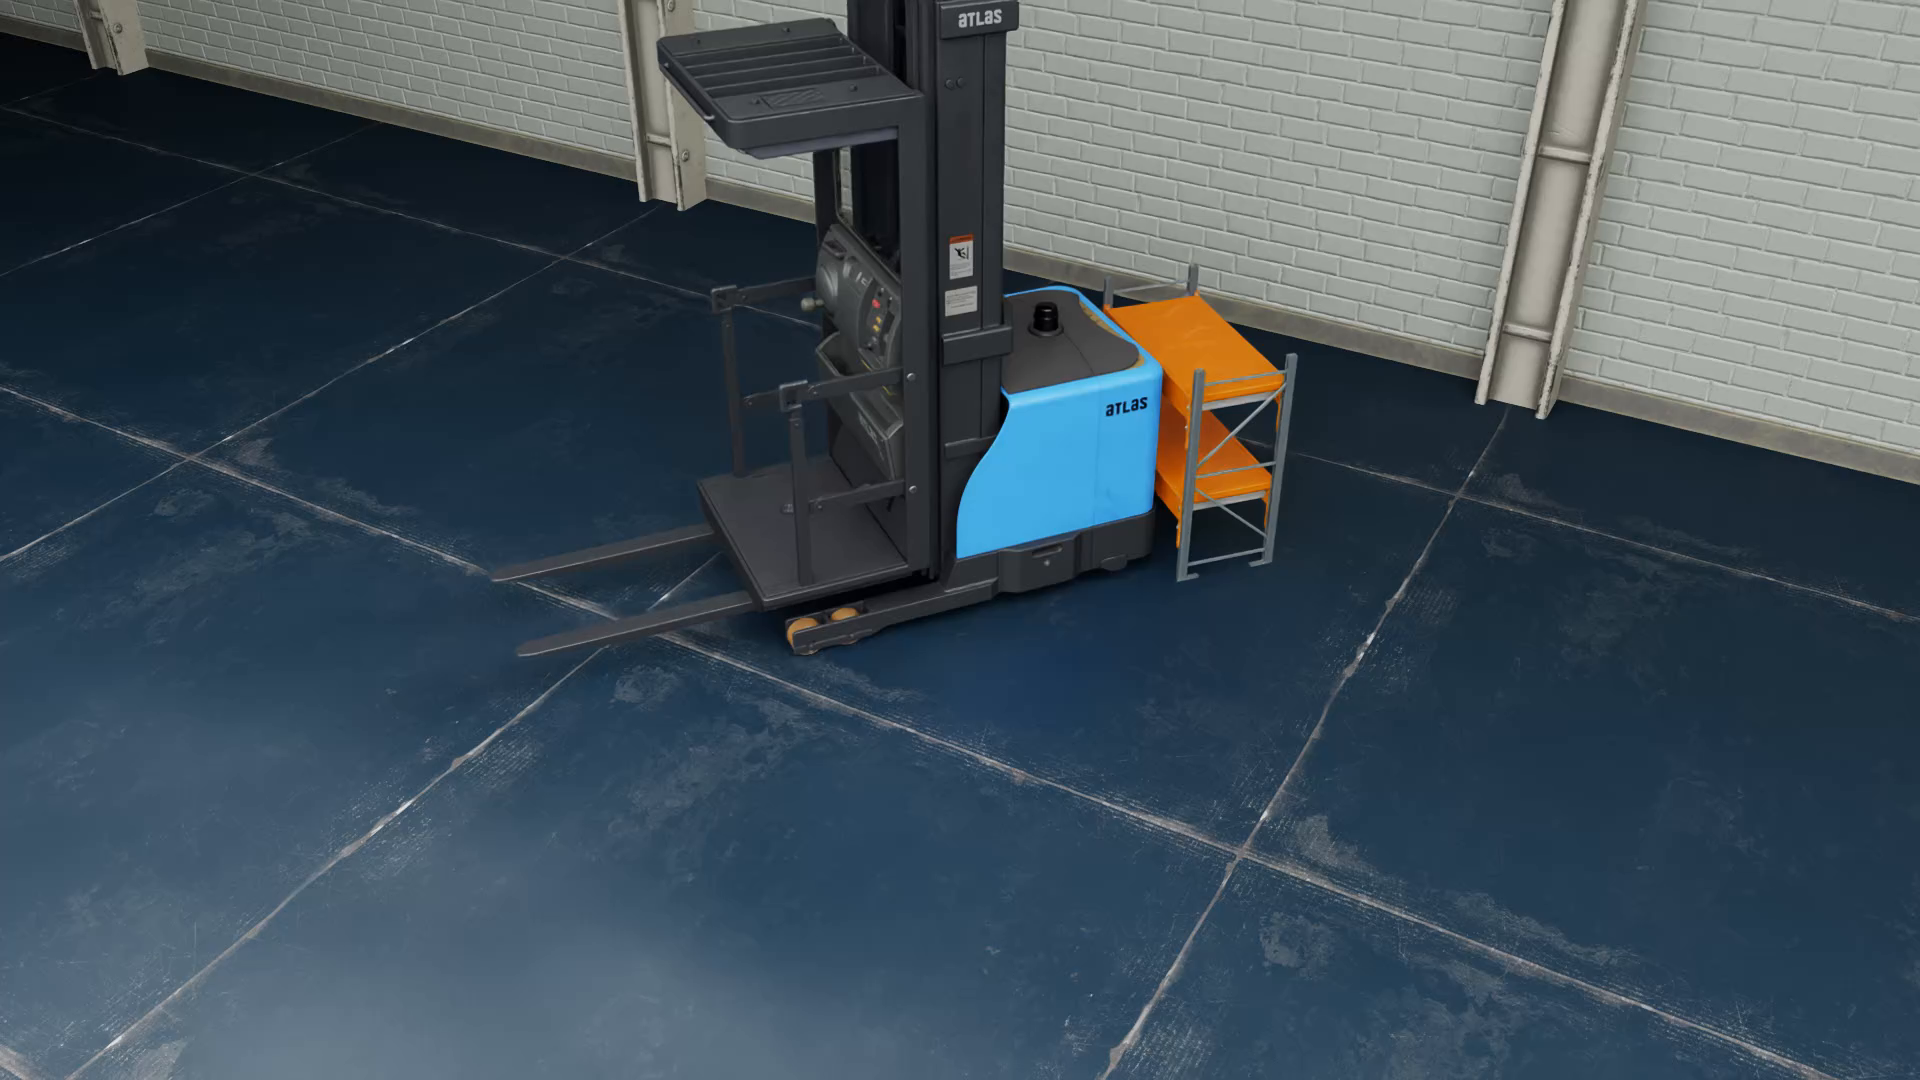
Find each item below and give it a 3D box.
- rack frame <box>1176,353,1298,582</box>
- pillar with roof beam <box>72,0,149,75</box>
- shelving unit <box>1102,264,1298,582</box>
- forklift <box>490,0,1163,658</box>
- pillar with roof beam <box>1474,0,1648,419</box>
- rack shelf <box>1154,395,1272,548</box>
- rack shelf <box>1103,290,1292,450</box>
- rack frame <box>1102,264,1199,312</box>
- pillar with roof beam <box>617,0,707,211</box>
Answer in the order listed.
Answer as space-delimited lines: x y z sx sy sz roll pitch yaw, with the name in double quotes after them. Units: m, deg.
1.276 -0.322 7.718 0.500 1.125 0.032 -11 35 -16 "rack frame"
-9.394 -5.772 8.799 0.400 9.000 9.100 18 37 24 "pillar with roof beam"
1.111 -0.589 8.119 0.538 1.125 1.048 -11 35 -16 "shelving unit"
-0.629 -1.037 7.163 3.031 2.935 1.130 -13 36 -19 "forklift"
1.025 -2.472 3.843 0.400 9.000 9.100 18 37 24 "pillar with roof beam"
1.111 -0.385 8.254 0.538 0.278 1.000 -11 35 -16 "rack shelf"
1.112 -0.832 7.957 0.538 0.278 1.000 -11 35 -16 "rack shelf"
0.947 -0.855 8.519 0.500 1.125 0.032 -11 35 -16 "rack frame"
-4.185 -4.122 6.321 0.400 9.000 9.100 18 37 24 "pillar with roof beam"
